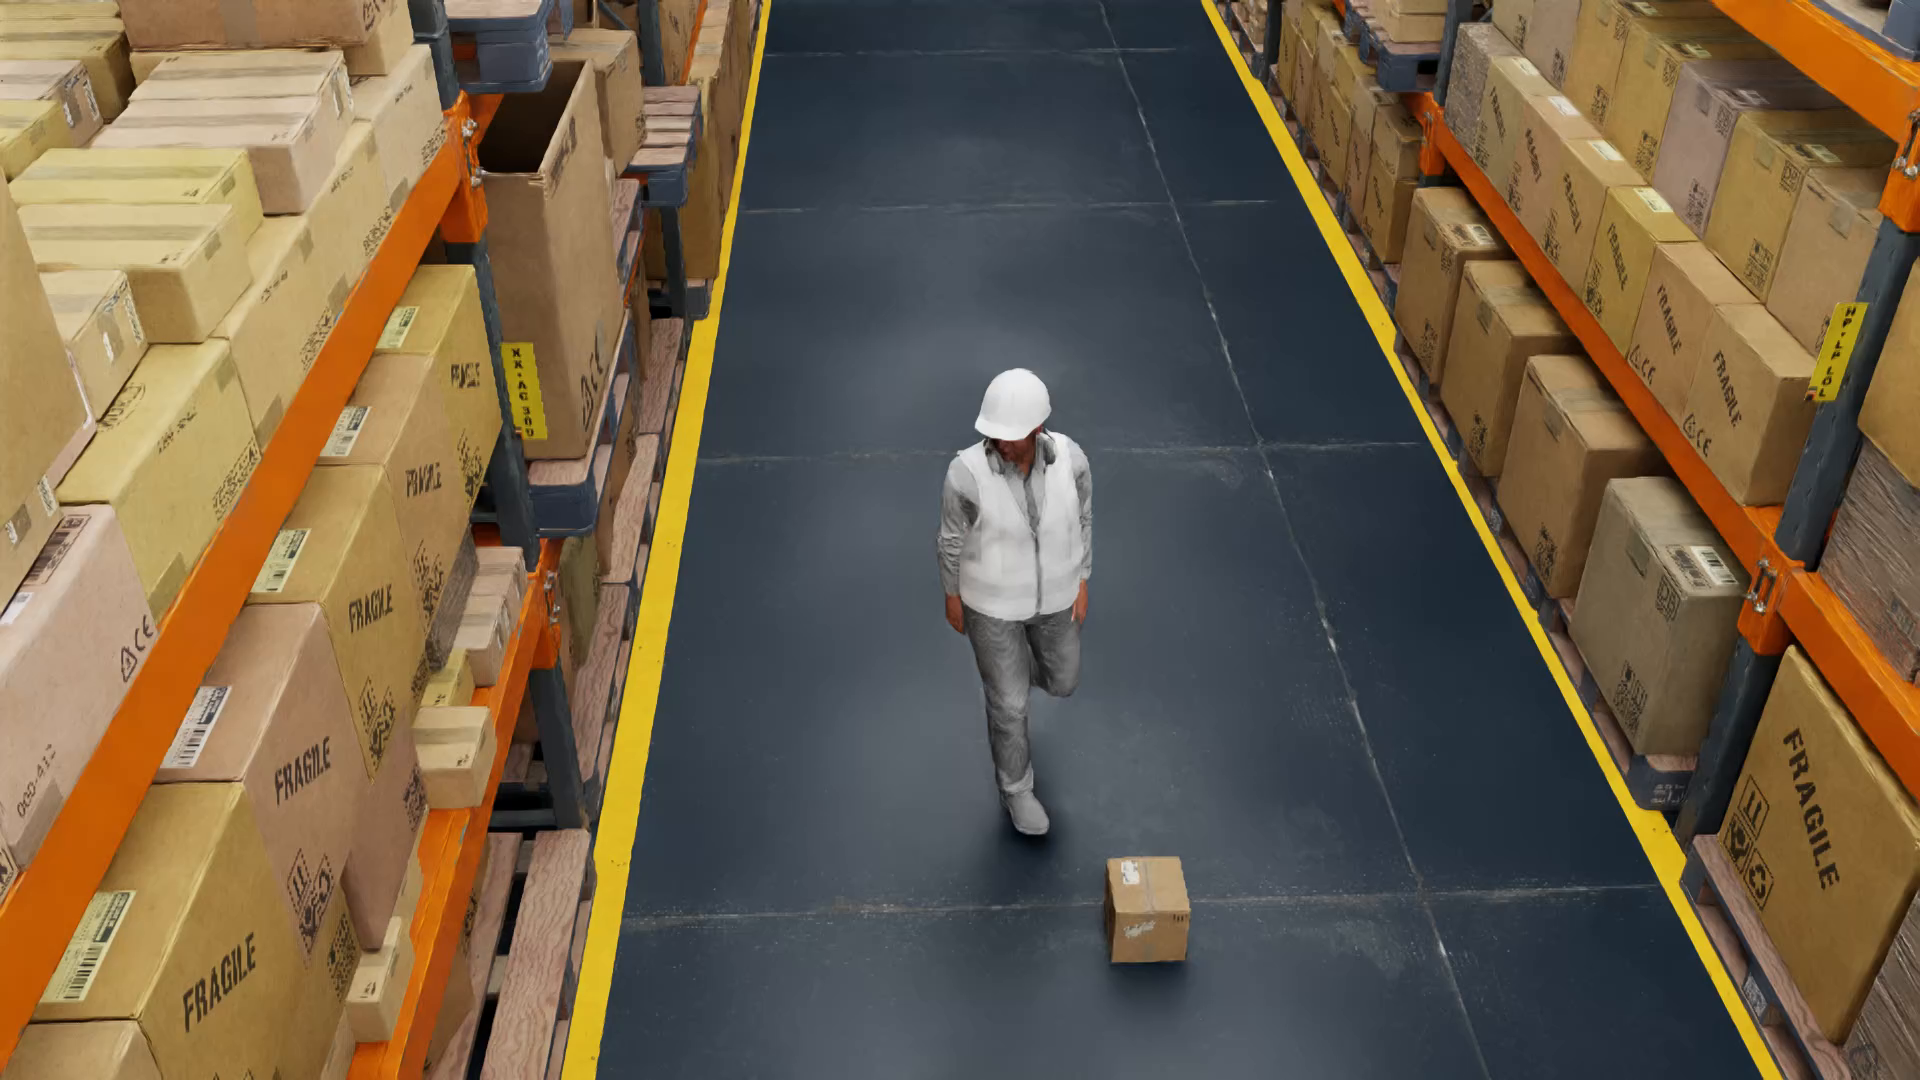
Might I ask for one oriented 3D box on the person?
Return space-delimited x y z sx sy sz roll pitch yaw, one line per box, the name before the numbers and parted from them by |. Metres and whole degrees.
person | 0.200 0.169 5.882 0.544 1.766 0.803 -13 37 -17
